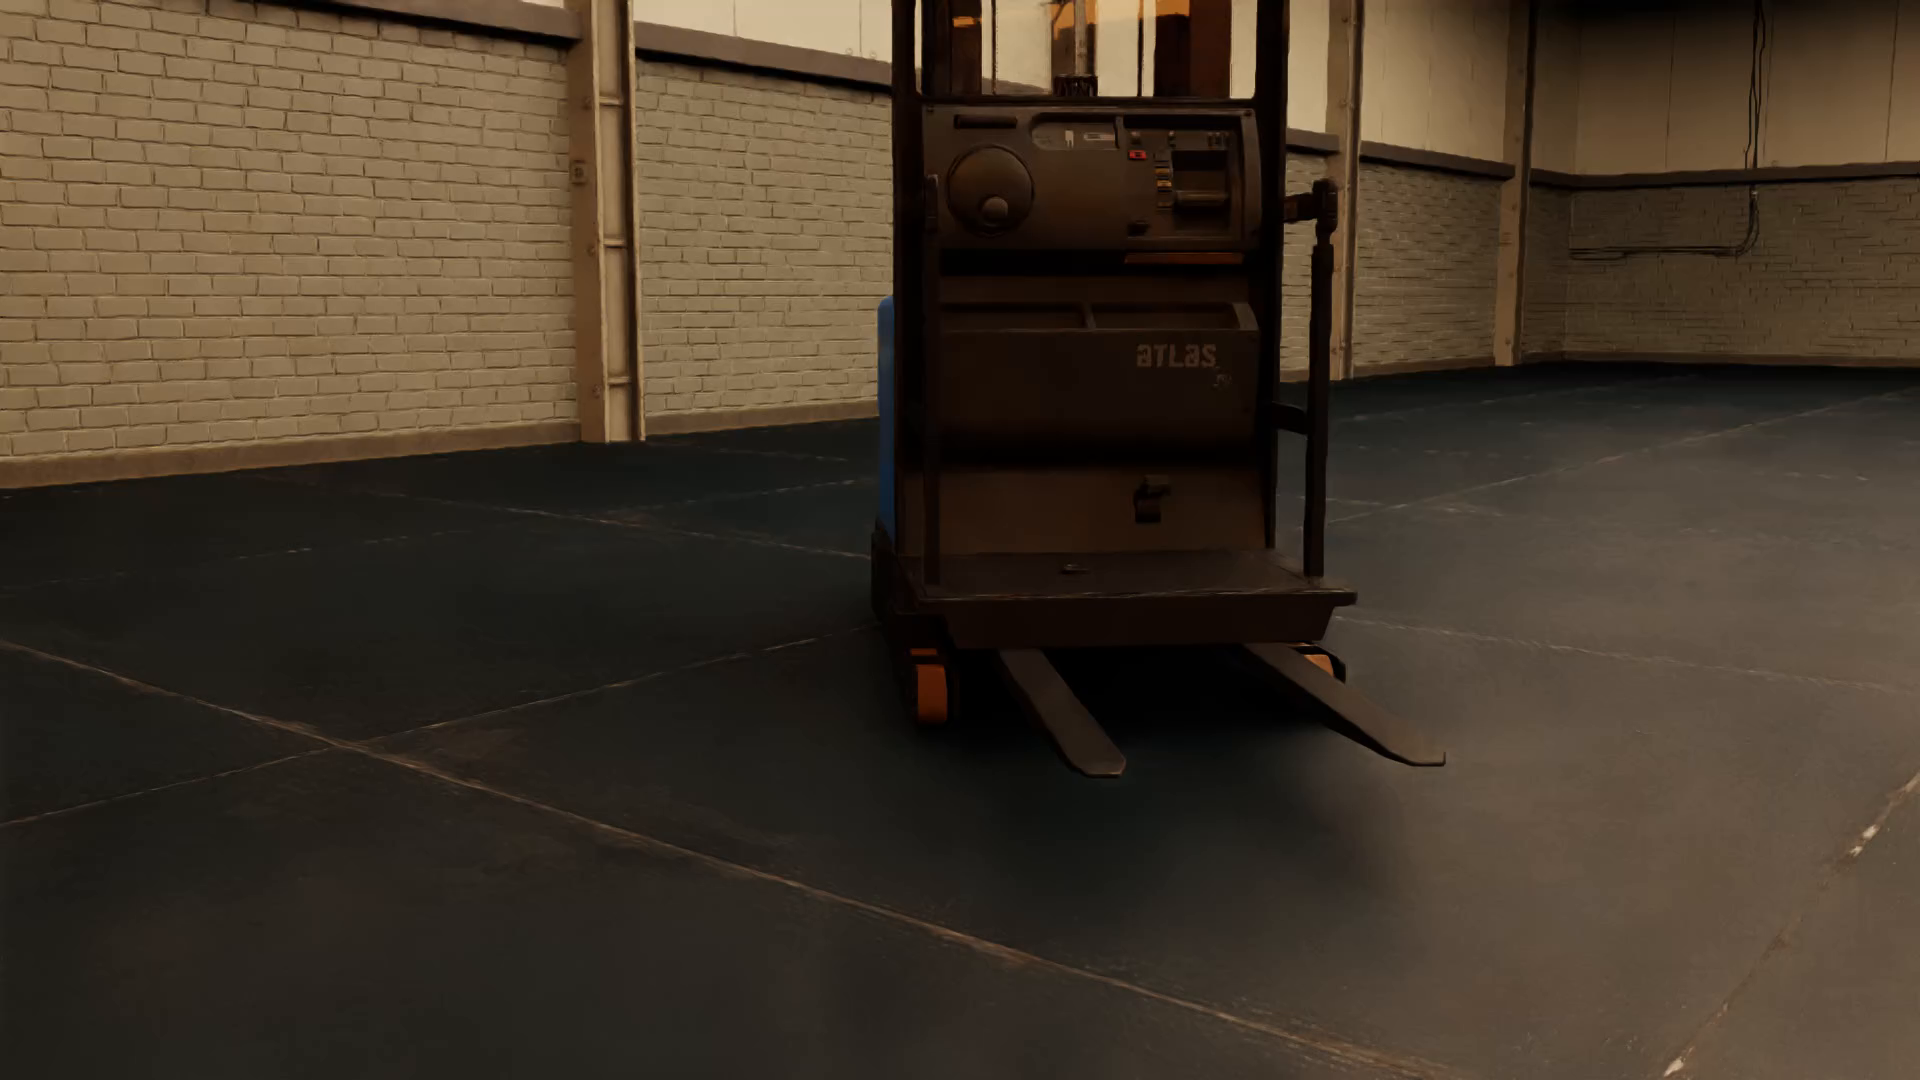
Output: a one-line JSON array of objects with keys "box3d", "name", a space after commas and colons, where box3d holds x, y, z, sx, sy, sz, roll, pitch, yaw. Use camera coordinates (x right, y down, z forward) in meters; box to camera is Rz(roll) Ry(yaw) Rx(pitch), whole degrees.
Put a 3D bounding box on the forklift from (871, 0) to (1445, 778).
[{"box3d": [0.387, -1.031, 4.332, 1.130, 2.935, 3.031, -1, 8, -7], "name": "forklift"}]
